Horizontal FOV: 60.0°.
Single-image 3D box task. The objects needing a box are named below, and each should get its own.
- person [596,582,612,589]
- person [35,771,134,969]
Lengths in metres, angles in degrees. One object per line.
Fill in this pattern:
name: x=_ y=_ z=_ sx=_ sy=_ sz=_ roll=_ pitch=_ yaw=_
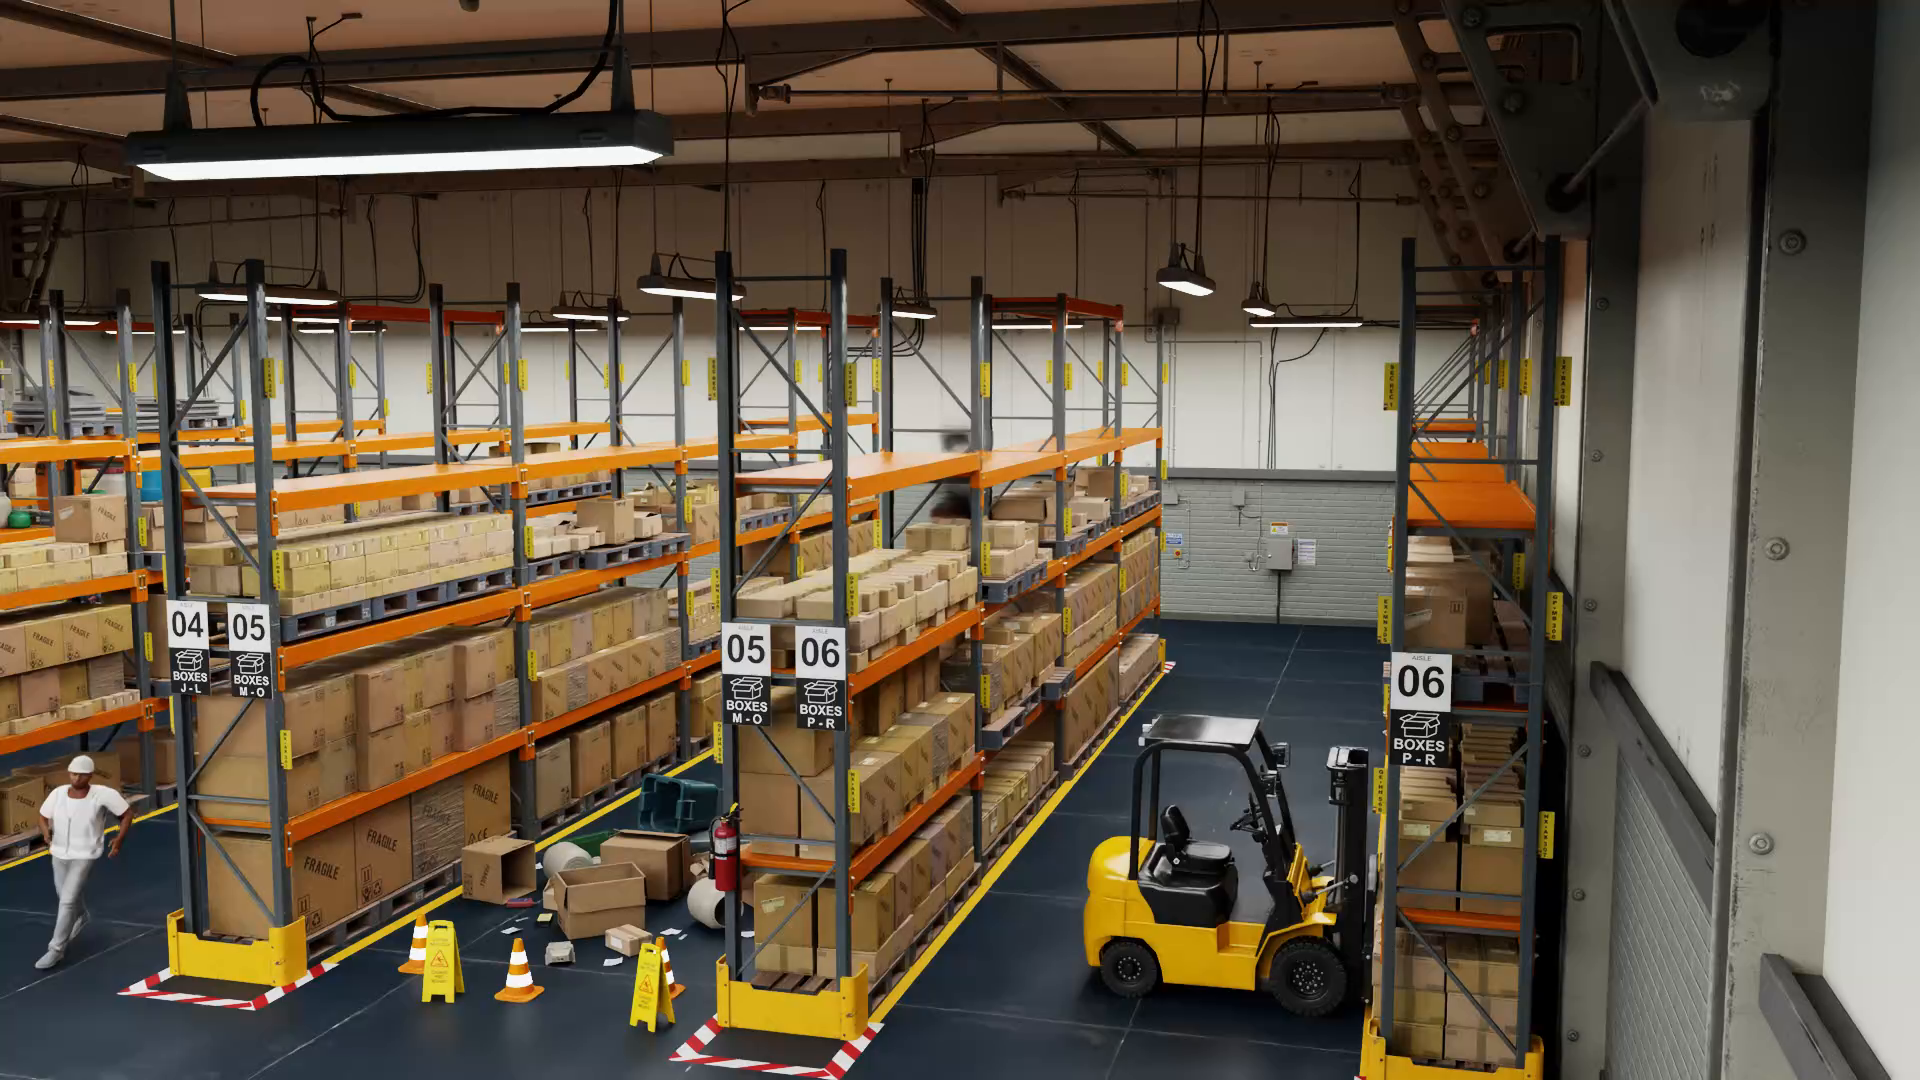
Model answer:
person: x=-5.776 y=1.080 z=26.971 sx=0.402 sy=0.831 sz=0.333 roll=0 pitch=6 yaw=2
person: x=-7.665 y=2.761 z=14.450 sx=0.764 sy=1.708 sz=0.899 roll=0 pitch=6 yaw=2
